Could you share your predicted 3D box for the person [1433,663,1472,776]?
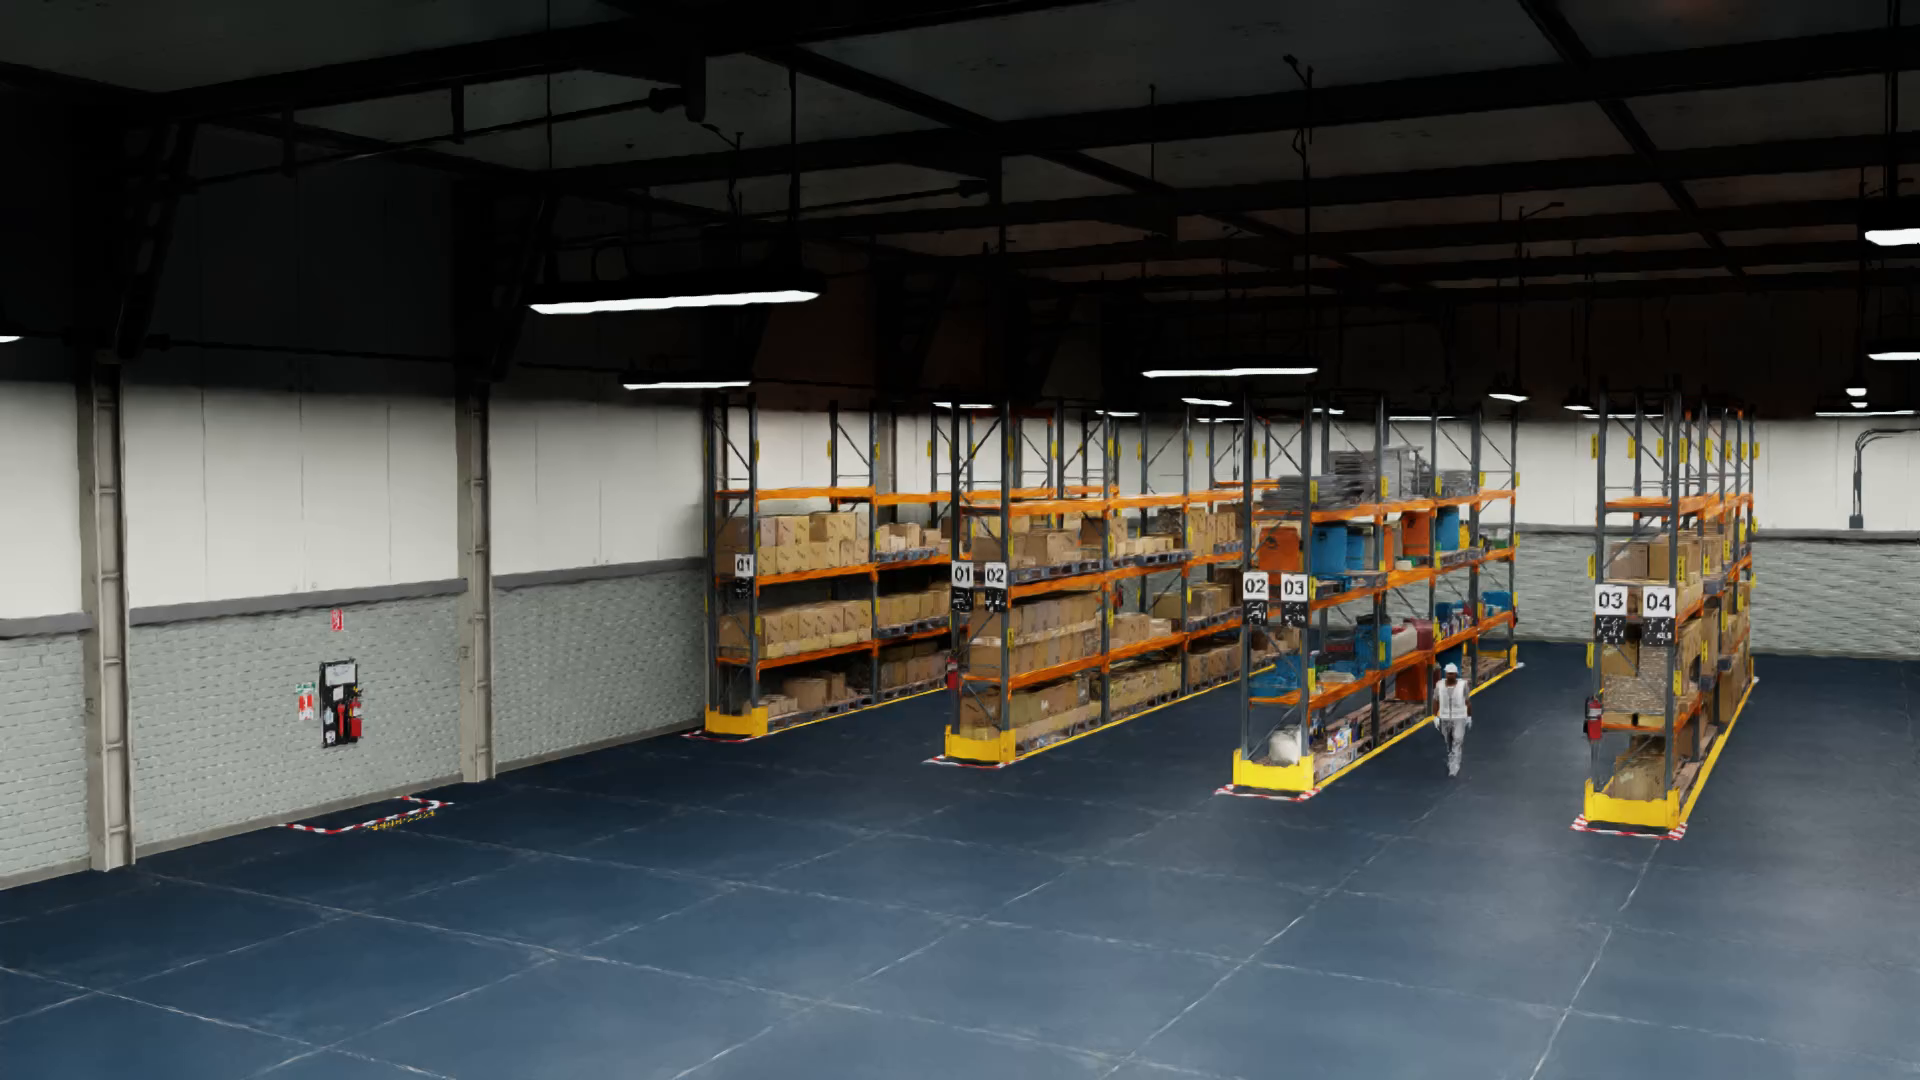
[{"bbox_3d":[7.607,2.743,25.774,0.562,1.704,1.121,2,4,31],"label":"person"}]
